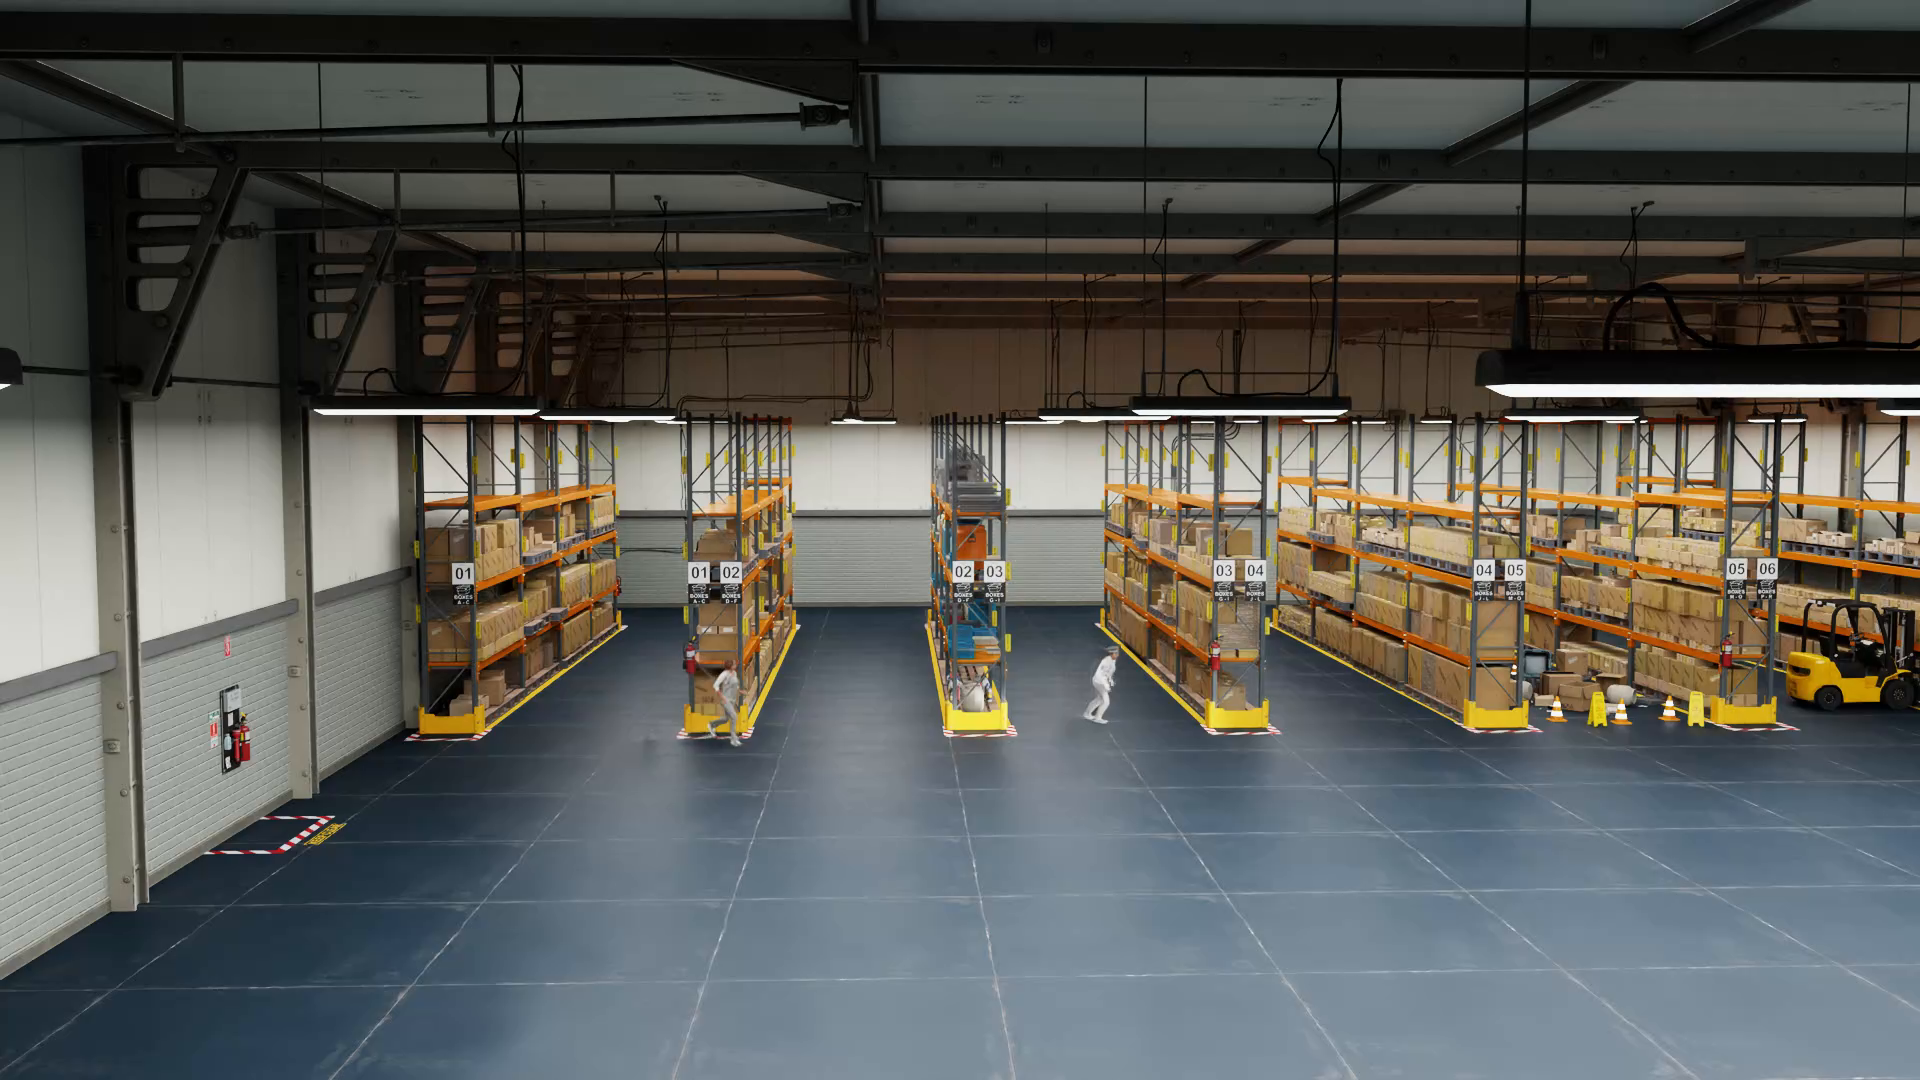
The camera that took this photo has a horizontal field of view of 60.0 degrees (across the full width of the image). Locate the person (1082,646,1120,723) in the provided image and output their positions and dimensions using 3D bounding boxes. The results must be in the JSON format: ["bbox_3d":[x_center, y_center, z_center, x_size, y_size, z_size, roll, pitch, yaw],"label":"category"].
[{"bbox_3d":[2.715,2.780,32.142,0.813,1.529,0.640,1,4,20],"label":"person"}]

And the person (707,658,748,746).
[{"bbox_3d":[-4.253,2.909,29.951,0.800,1.593,0.522,2,4,23],"label":"person"}]

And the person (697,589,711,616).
[{"bbox_3d":[-7.023,1.825,45.667,0.585,1.580,0.855,-1,4,-8],"label":"person"}]
